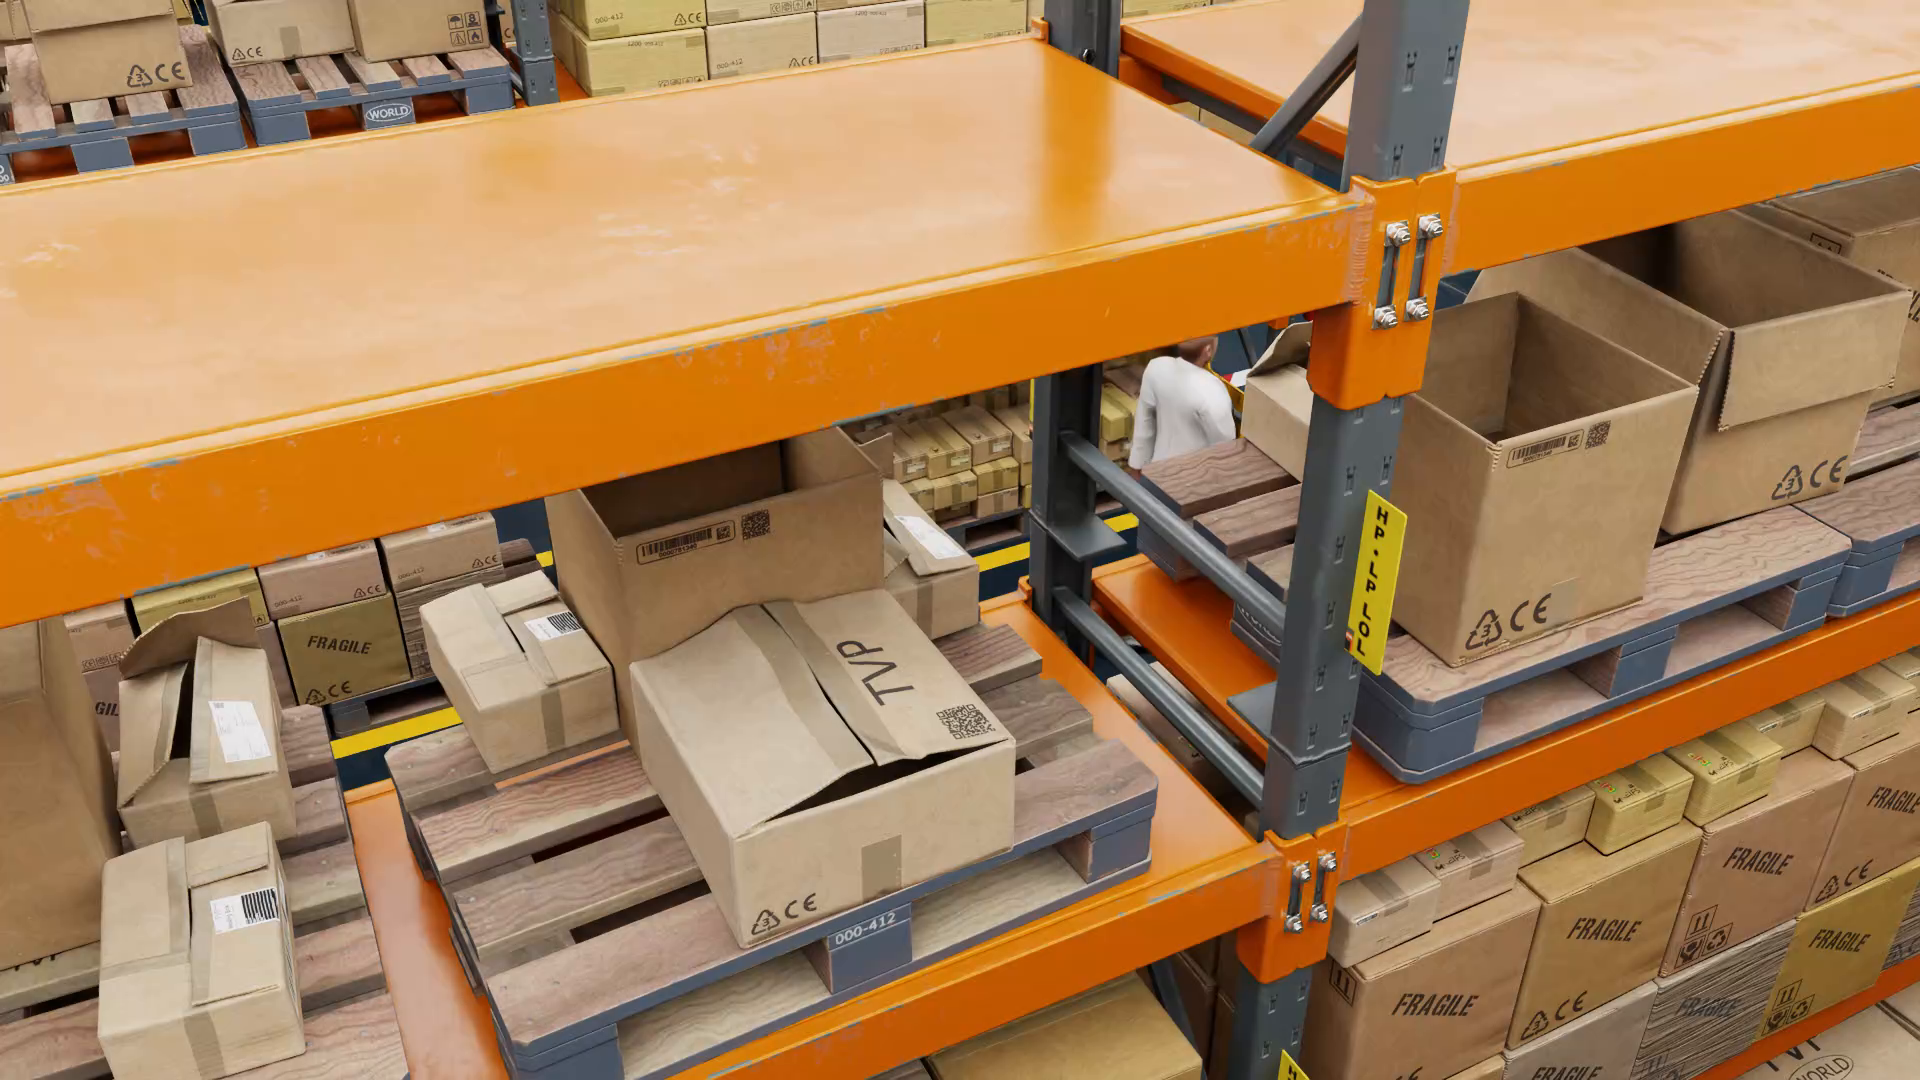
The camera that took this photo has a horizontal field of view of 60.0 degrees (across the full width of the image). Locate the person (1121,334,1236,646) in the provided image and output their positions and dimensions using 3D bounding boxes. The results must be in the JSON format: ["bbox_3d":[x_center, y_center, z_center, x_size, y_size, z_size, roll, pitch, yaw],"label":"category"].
[{"bbox_3d":[1.180,-0.318,8.097,1.116,1.719,0.589,-15,35,-22],"label":"person"}]
